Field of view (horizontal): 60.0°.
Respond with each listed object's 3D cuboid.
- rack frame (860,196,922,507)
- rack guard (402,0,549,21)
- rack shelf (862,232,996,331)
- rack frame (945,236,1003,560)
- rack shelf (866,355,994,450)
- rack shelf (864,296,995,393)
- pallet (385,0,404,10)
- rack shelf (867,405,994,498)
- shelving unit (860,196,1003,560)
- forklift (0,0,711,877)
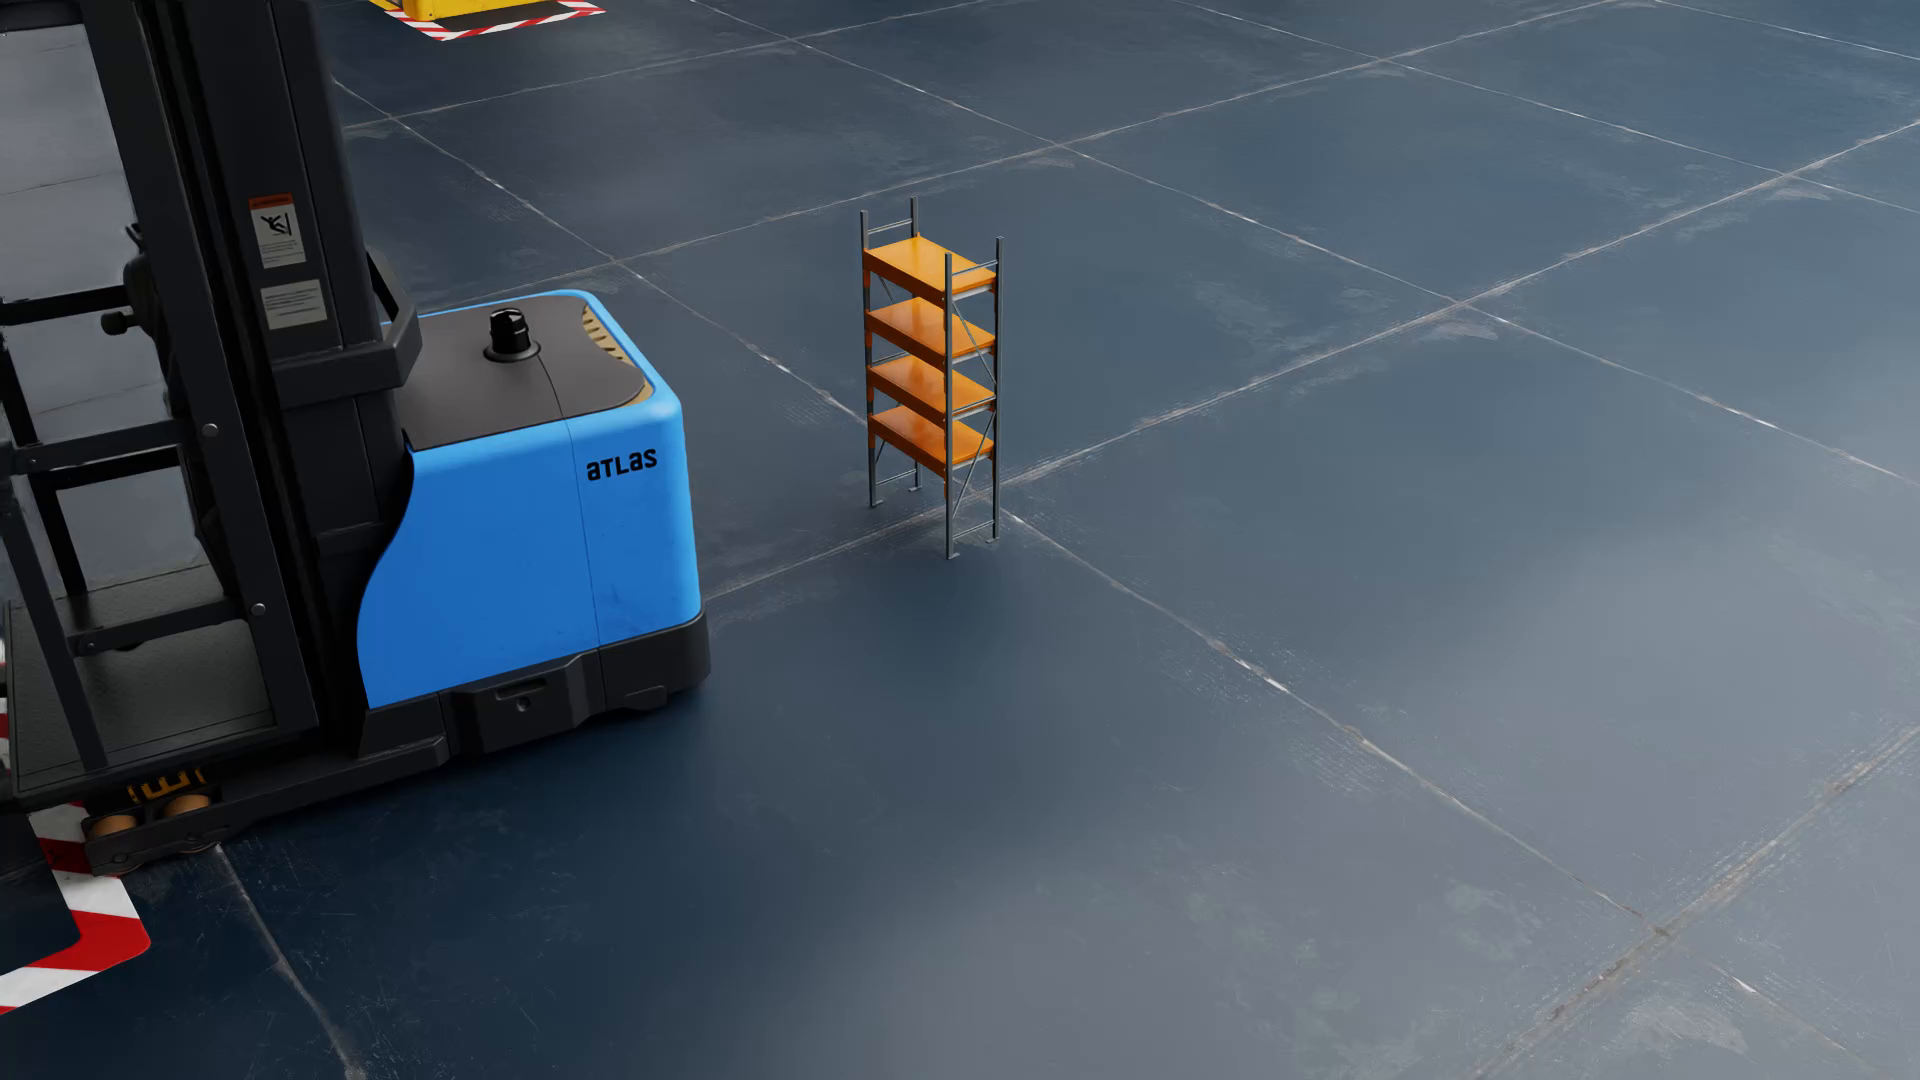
[{"bbox_3d":[-0.251,-0.680,6.208,0.240,1.200,0.015,-22,38,-31],"label":"rack frame"},{"bbox_3d":[-3.719,-4.376,12.821,1.175,0.500,0.348,-22,38,-31],"label":"rack guard"},{"bbox_3d":[-0.101,-0.913,5.837,0.258,0.148,0.480,-22,38,-31],"label":"rack shelf"},{"bbox_3d":[0.048,-0.477,5.881,0.240,1.200,0.015,-22,38,-31],"label":"rack frame"},{"bbox_3d":[-0.101,-0.522,6.080,0.258,0.148,0.480,-22,38,-31],"label":"rack shelf"},{"bbox_3d":[-0.101,-0.712,5.962,0.258,0.148,0.480,-22,38,-31],"label":"rack shelf"},{"bbox_3d":[-4.235,-4.568,13.405,1.003,0.211,1.213,-22,38,-31],"label":"pallet"},{"bbox_3d":[-0.101,-0.353,6.185,0.258,0.148,0.480,-22,38,-31],"label":"rack shelf"},{"bbox_3d":[-0.101,-0.579,6.045,0.258,1.200,0.503,-22,38,-31],"label":"shelving unit"},{"bbox_3d":[-2.363,-0.615,4.462,3.031,2.935,1.130,-15,35,-23],"label":"forklift"}]
